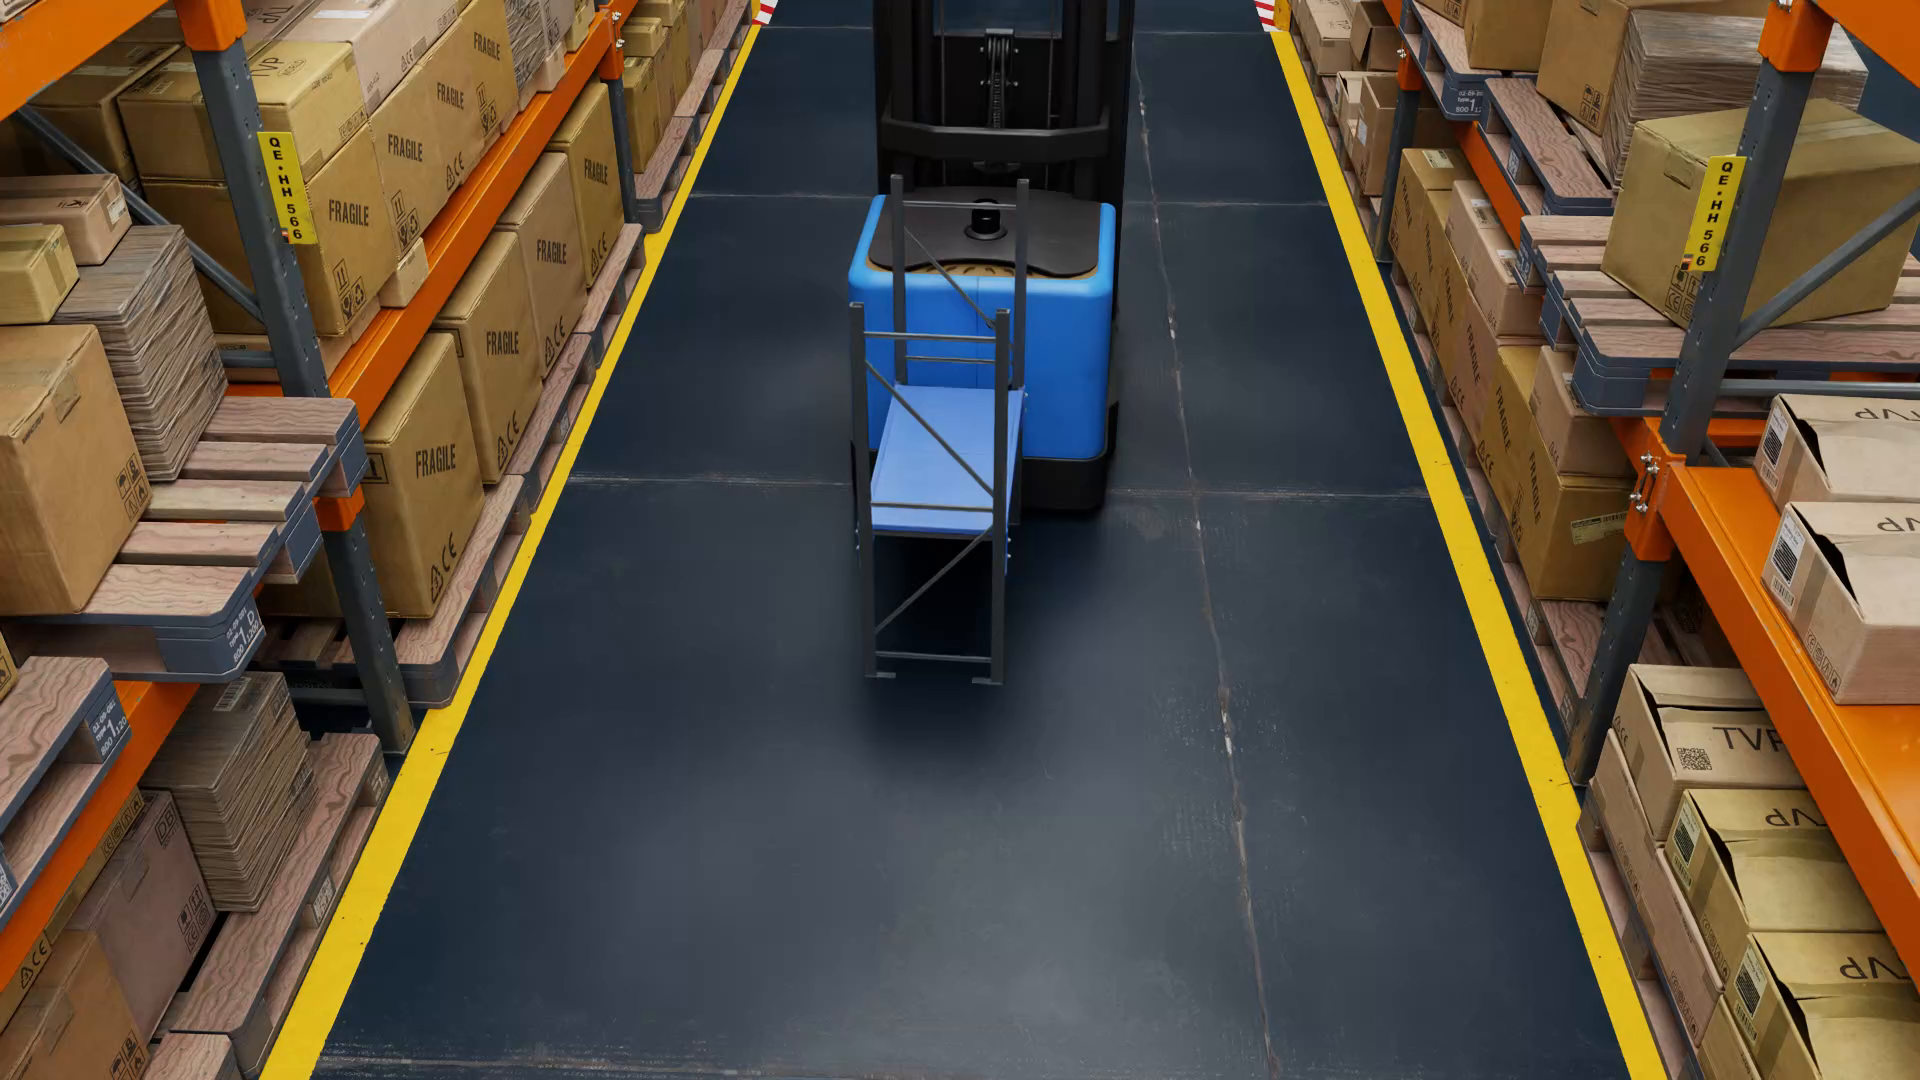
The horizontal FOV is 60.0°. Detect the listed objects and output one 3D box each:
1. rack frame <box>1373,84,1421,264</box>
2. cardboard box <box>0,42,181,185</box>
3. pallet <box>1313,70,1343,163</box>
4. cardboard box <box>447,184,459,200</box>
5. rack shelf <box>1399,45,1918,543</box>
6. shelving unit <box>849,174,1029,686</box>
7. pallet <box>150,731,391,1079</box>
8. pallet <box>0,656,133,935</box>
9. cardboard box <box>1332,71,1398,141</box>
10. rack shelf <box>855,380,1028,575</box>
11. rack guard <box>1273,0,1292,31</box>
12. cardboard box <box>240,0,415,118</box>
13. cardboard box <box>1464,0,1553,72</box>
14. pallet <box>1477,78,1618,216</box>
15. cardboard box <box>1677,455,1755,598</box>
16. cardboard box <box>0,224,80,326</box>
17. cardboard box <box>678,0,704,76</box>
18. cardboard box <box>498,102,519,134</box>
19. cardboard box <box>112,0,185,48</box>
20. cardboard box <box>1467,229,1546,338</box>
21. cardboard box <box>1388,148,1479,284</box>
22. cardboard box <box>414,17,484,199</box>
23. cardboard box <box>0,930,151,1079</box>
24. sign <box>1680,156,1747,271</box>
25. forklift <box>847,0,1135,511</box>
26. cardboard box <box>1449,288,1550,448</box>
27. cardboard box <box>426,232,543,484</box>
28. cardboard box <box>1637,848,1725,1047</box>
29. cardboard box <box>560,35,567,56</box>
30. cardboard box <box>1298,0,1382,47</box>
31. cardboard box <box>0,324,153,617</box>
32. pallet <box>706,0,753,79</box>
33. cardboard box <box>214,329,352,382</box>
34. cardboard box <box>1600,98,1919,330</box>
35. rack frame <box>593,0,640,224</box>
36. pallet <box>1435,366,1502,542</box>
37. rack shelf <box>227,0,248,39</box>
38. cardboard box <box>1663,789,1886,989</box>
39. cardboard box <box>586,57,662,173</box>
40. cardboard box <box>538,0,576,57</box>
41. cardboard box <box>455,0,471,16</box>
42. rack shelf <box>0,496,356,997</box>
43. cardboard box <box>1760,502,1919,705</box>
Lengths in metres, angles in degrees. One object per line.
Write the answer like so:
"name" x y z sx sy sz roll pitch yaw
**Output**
"rack frame" 2.715 -2.717 8.008 1.000 3.000 0.127 1 35 2
"cardboard box" -2.637 -1.276 4.941 0.500 0.250 0.500 2 35 3
"pallet" 2.789 -2.674 10.371 1.003 0.211 1.213 1 35 2
"cardboard box" -2.127 -1.361 6.278 0.380 0.149 0.250 2 35 3
"rack shelf" 2.634 -1.274 6.580 1.077 0.370 4.000 1 35 2
"shelving unit" -0.048 -0.399 6.014 0.538 1.500 1.048 3 35 4
"pallet" -2.429 1.058 5.061 1.003 0.211 1.213 1 35 2
"pallet" -2.434 0.685 3.333 1.003 0.211 1.213 1 35 2
"cardboard box" 2.484 -2.562 9.743 0.500 0.311 0.500 1 35 2
"rack shelf" -0.048 -0.252 6.117 0.538 0.185 1.000 3 35 4
"rack guard" 2.872 -3.949 11.934 1.175 0.500 0.348 1 35 2
"cardboard box" -2.099 -1.573 5.364 0.500 0.250 0.500 1 35 1
"cardboard box" 2.508 -2.267 6.914 0.700 0.500 0.500 7 36 9
"pallet" 2.628 -1.458 6.383 1.003 0.211 1.213 1 35 2
"cardboard box" 2.873 -0.132 6.121 0.500 0.500 0.500 0 35 0
"cardboard box" -2.378 -0.634 4.009 0.380 0.149 0.250 -4 35 -6
"cardboard box" -2.042 -3.296 10.640 0.700 0.500 0.500 0 35 0
"cardboard box" -2.061 -1.805 6.911 0.380 0.149 0.250 0 35 1
"cardboard box" -2.612 -1.573 5.364 0.500 0.250 0.500 0 35 0
"cardboard box" 2.392 -1.046 6.769 0.500 0.250 0.500 1 35 1
"cardboard box" 2.452 -1.602 8.213 0.500 0.500 0.500 0 35 0
"cardboard box" -2.069 -1.561 6.000 0.500 0.500 0.500 1 35 2
"cardboard box" -2.501 1.305 4.075 0.700 0.500 0.500 1 35 2
"sign" 2.011 -0.868 4.438 0.100 0.325 0.005 1 35 2
"forklift" 0.204 -2.149 7.259 1.130 2.935 3.031 3 35 4
"cardboard box" 2.393 -0.718 6.955 0.500 0.500 0.500 0 35 0
"cardboard box" -2.194 -0.746 6.708 0.750 0.750 0.750 1 35 2
"cardboard box" 2.220 1.117 4.578 0.500 0.250 0.500 0 35 1
"cardboard box" -2.008 -2.241 7.531 0.380 0.149 0.250 2 35 3
"cardboard box" 2.550 -3.477 11.098 0.500 0.250 0.500 1 35 2
"cardboard box" -2.400 -0.160 3.900 0.700 0.500 0.500 -2 35 -3
"pallet" -2.028 -3.526 11.583 1.003 0.211 1.213 1 35 2
"cardboard box" -2.151 -0.621 5.226 0.380 0.149 0.250 1 35 1
"cardboard box" 2.467 -0.996 5.107 0.700 0.500 0.500 -10 36 -14
"rack frame" -2.235 -2.830 8.168 1.000 3.000 0.127 1 35 2
"pallet" 2.674 -0.406 7.144 1.003 0.211 1.213 1 35 2
"rack shelf" -2.315 -2.613 5.877 1.077 0.370 4.000 1 35 2
"cardboard box" 2.227 0.901 4.398 0.500 0.311 0.500 1 35 1
"cardboard box" -2.103 -2.406 9.374 0.700 0.500 0.500 2 35 2
"cardboard box" -2.012 -2.436 7.244 0.500 0.500 0.500 2 35 2
"cardboard box" -2.069 -2.154 6.190 0.500 0.250 0.500 1 35 1
"rack shelf" -2.476 0.912 3.469 1.077 0.370 4.000 1 35 2
"cardboard box" 2.325 0.127 4.039 0.500 0.311 0.500 1 35 1
